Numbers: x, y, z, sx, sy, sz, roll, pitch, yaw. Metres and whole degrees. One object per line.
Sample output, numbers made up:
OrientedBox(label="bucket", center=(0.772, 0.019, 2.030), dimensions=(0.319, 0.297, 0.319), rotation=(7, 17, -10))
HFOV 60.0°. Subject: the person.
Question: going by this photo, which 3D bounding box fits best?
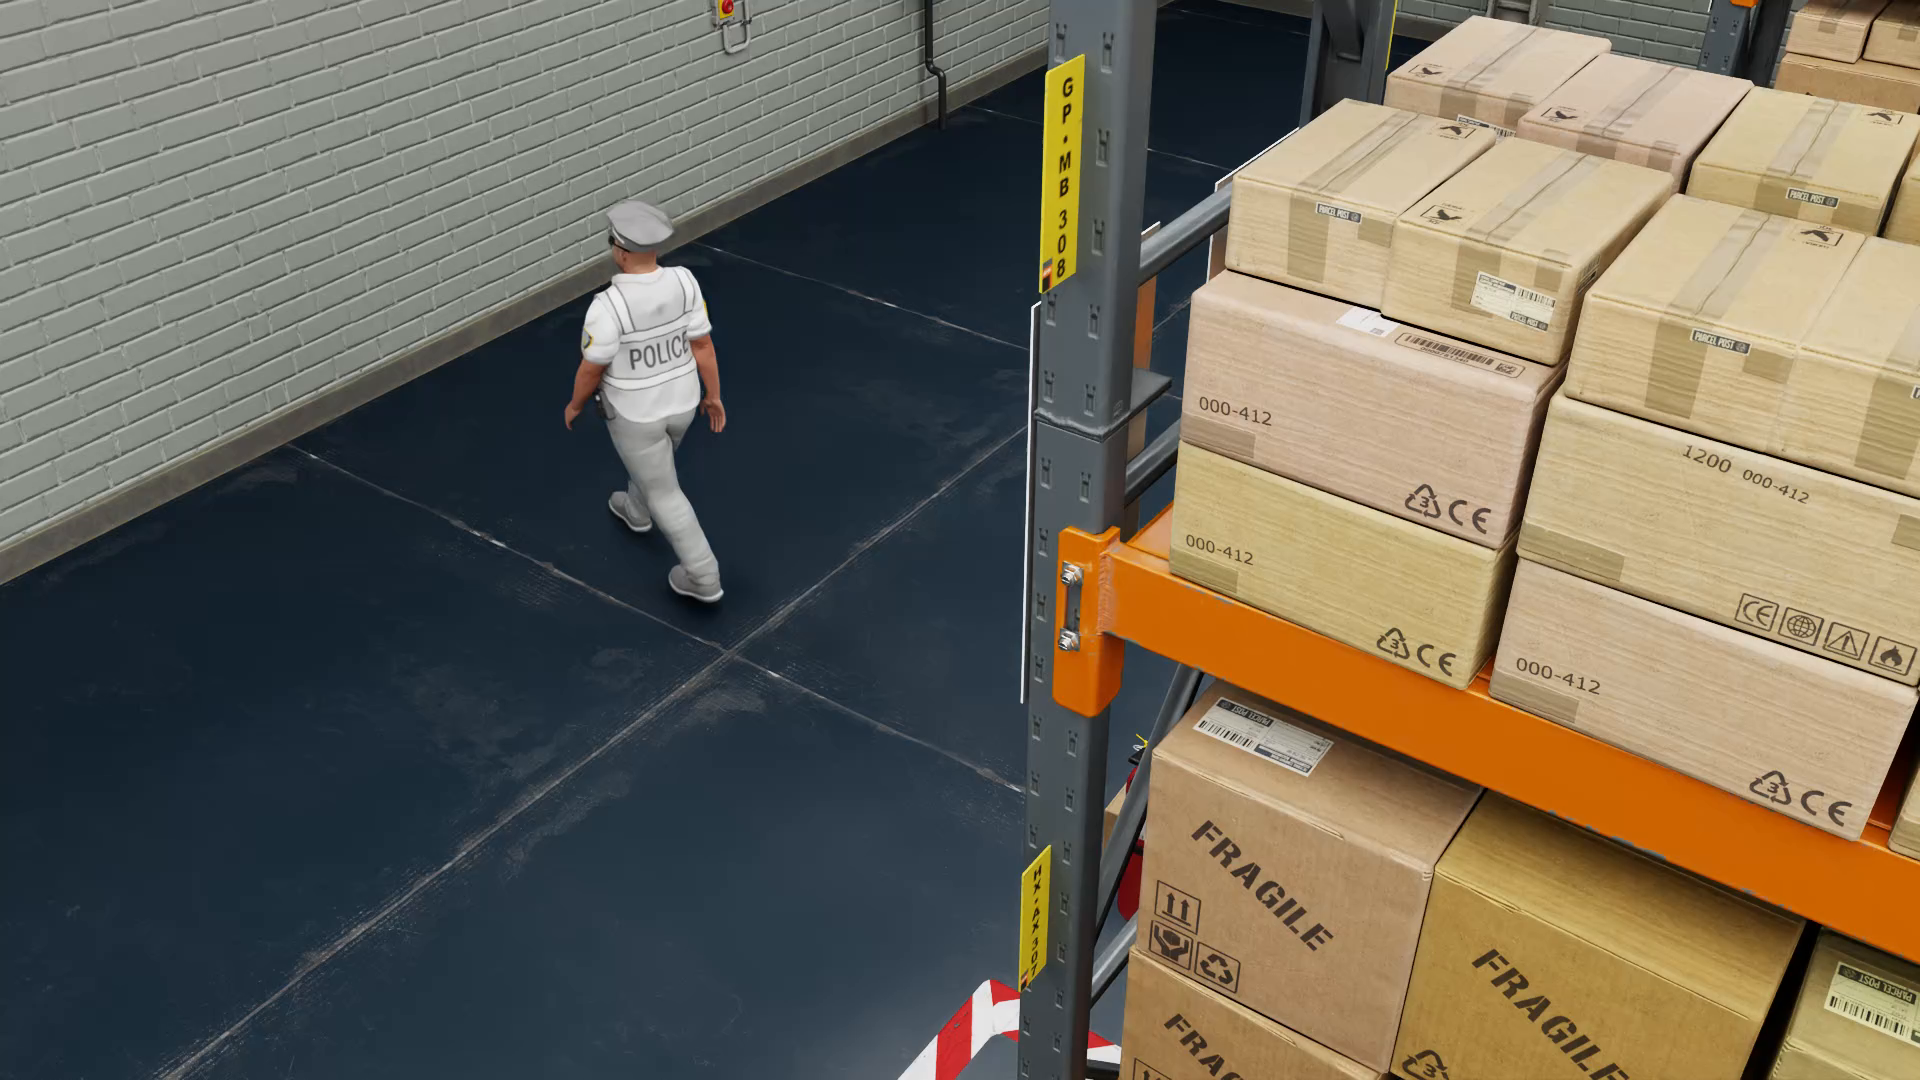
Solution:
OrientedBox(label="person", center=(-1.378, -0.632, 7.021), dimensions=(1.001, 1.713, 0.572), rotation=(28, 43, 34))
